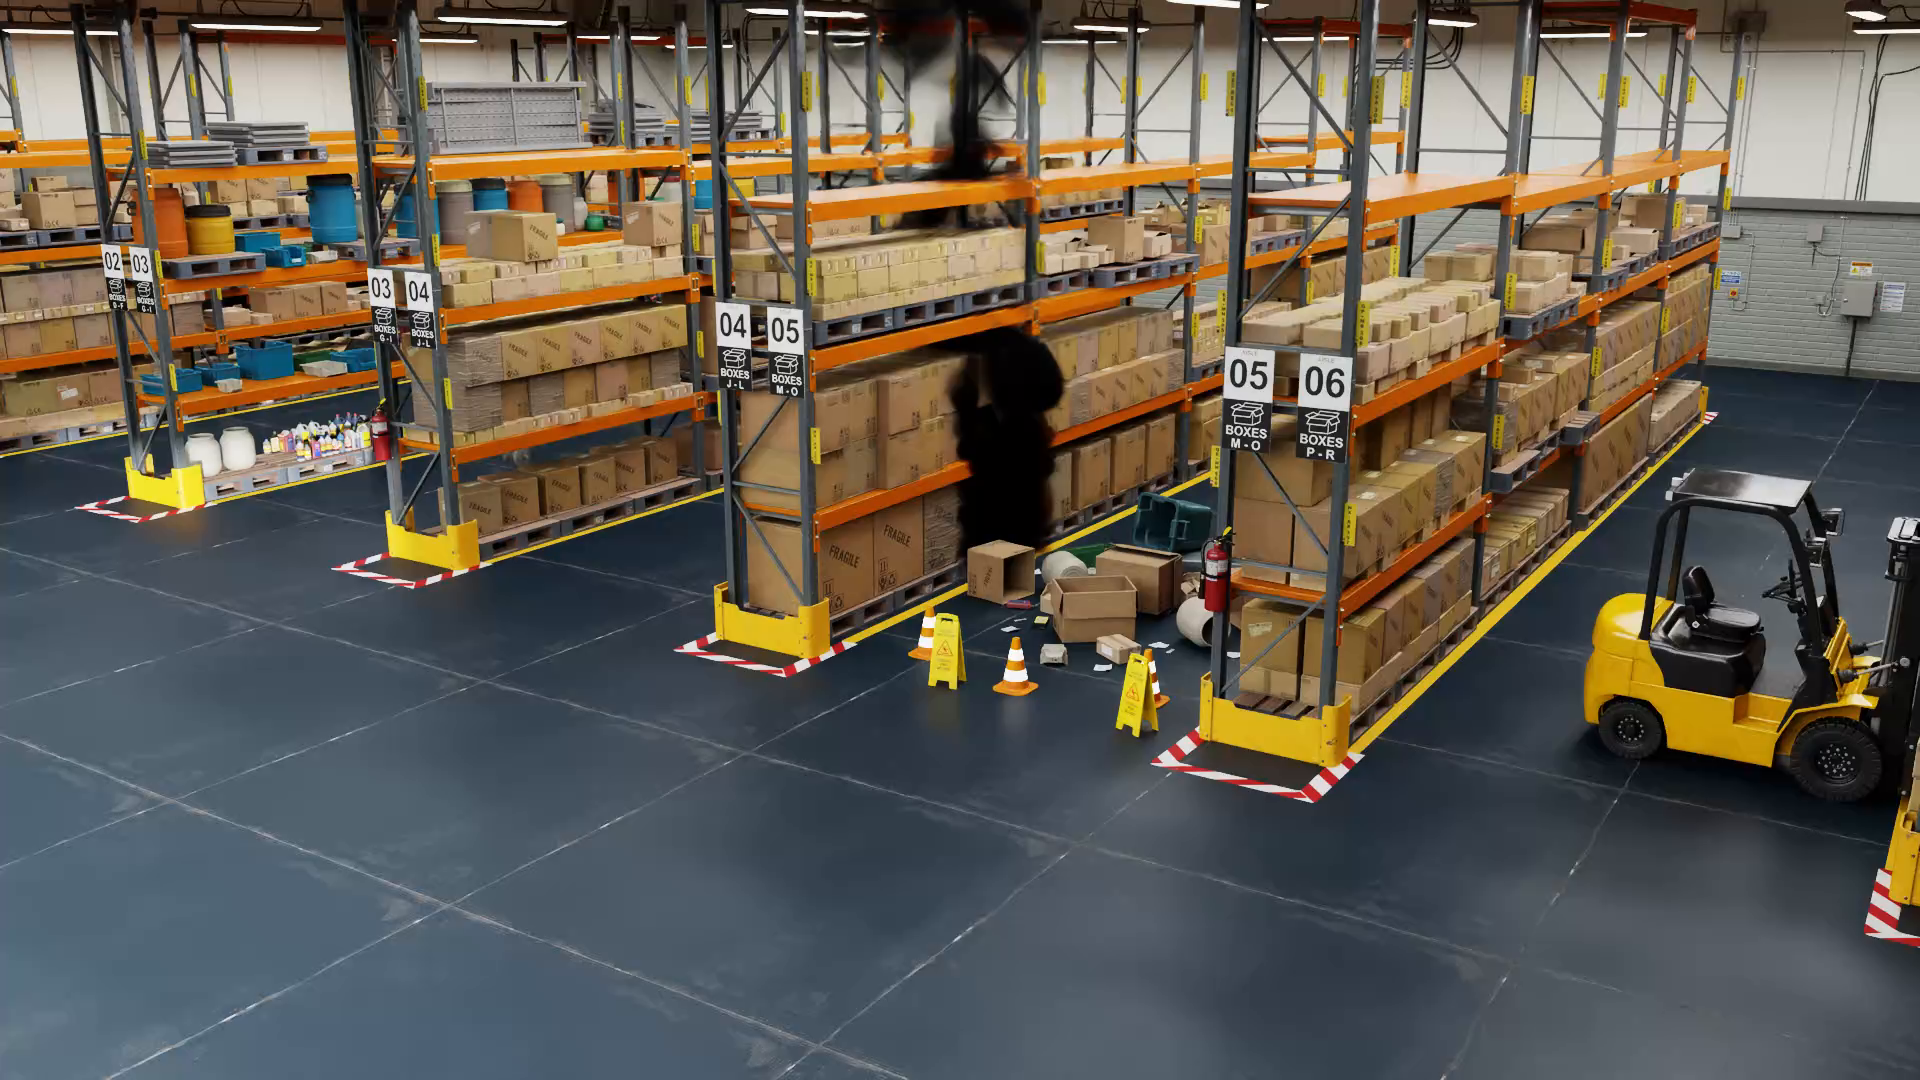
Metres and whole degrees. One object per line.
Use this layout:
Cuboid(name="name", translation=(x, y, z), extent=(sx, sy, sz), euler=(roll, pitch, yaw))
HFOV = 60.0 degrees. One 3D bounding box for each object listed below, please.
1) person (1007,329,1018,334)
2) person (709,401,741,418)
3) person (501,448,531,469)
Cuboid(name="person", translation=(0.731, -1.973, 22.116), extent=(0.615, 1.677, 0.640), euler=(9, 18, 30))
Cuboid(name="person", translation=(-3.589, -2.425, 24.926), extent=(0.543, 1.576, 0.877), euler=(7, 17, 24))
Cuboid(name="person", translation=(-5.685, -1.463, 21.432), extent=(0.618, 1.652, 0.550), euler=(7, 17, 25))
